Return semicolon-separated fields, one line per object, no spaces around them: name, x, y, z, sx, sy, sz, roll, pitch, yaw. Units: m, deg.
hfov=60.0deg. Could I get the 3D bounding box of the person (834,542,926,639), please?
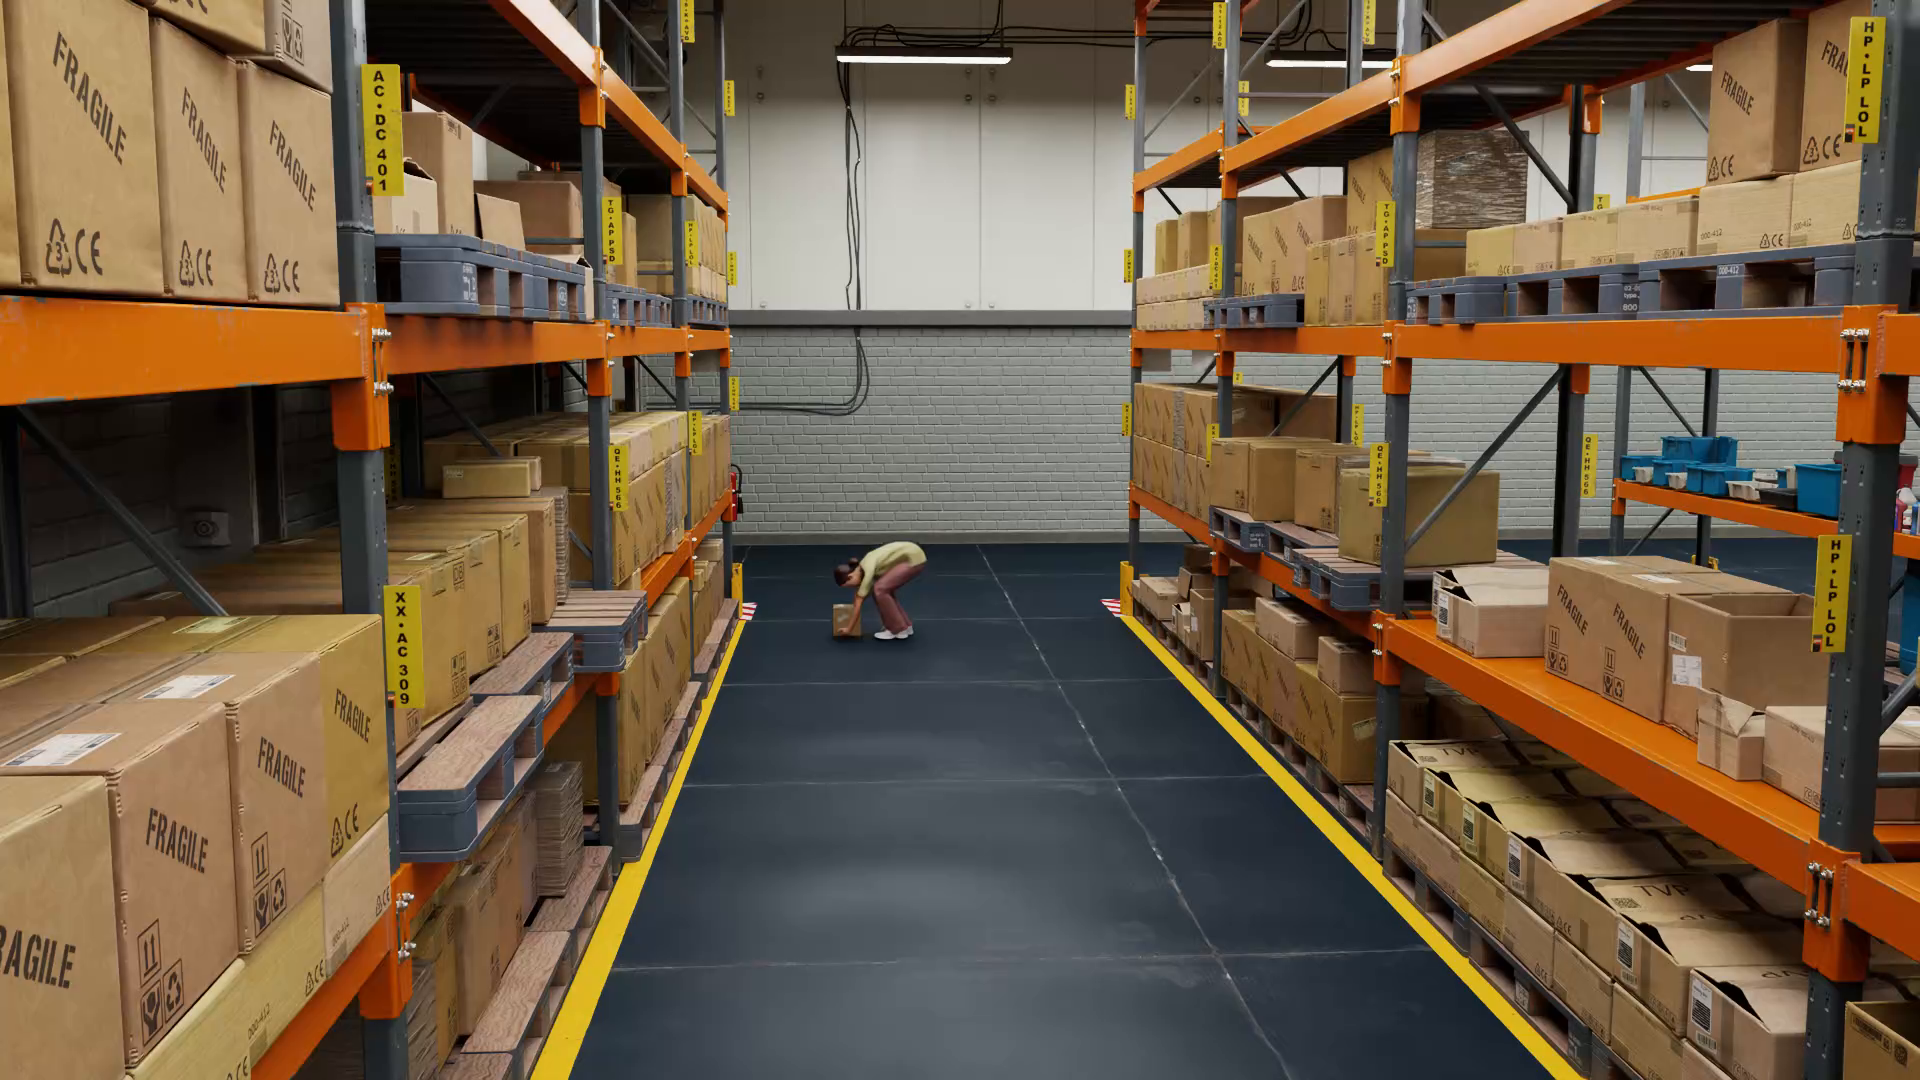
person;-0.732;0.461;15.258;0.848;0.878;0.460;-1;7;-6
